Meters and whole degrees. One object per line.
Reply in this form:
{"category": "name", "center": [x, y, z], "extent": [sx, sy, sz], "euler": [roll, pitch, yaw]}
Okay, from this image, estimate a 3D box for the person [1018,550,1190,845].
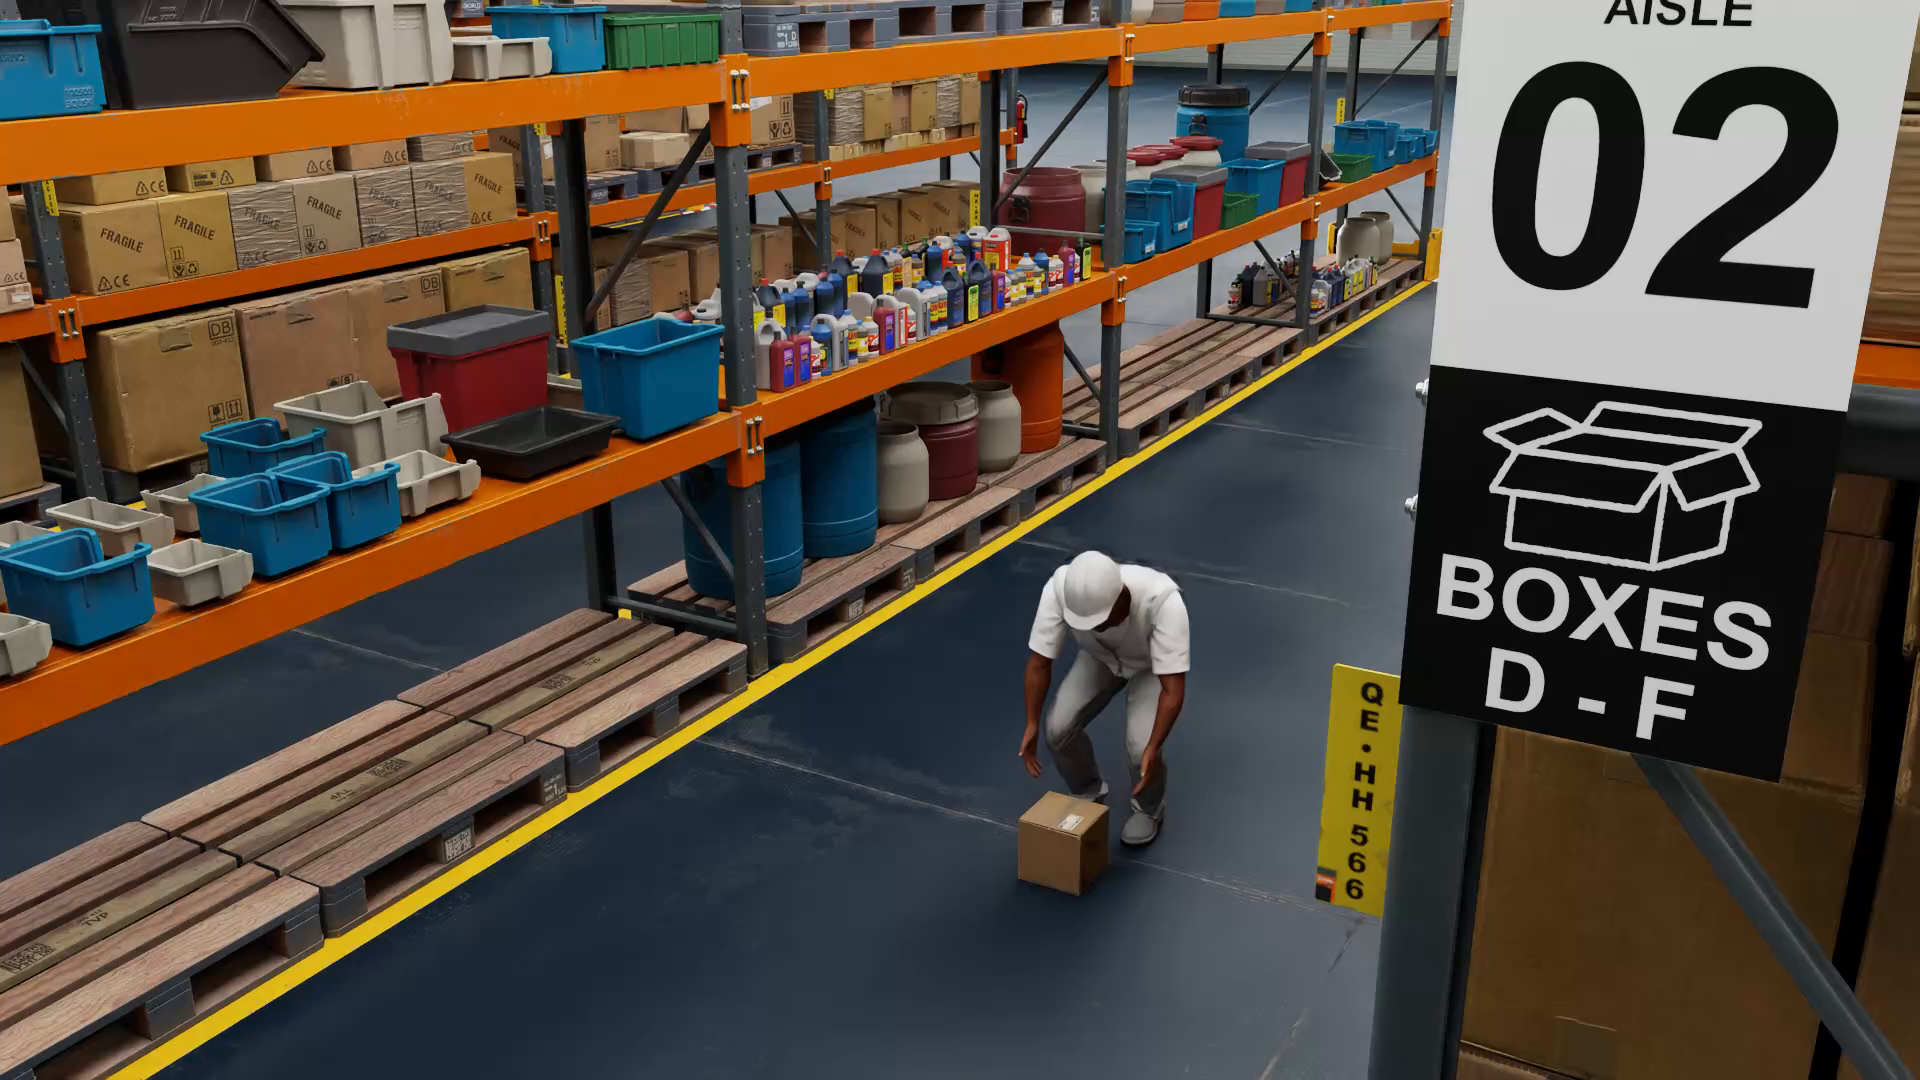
{"category": "person", "center": [0.600, 0.549, 6.247], "extent": [0.625, 1.250, 0.828], "euler": [10, 22, 27]}
